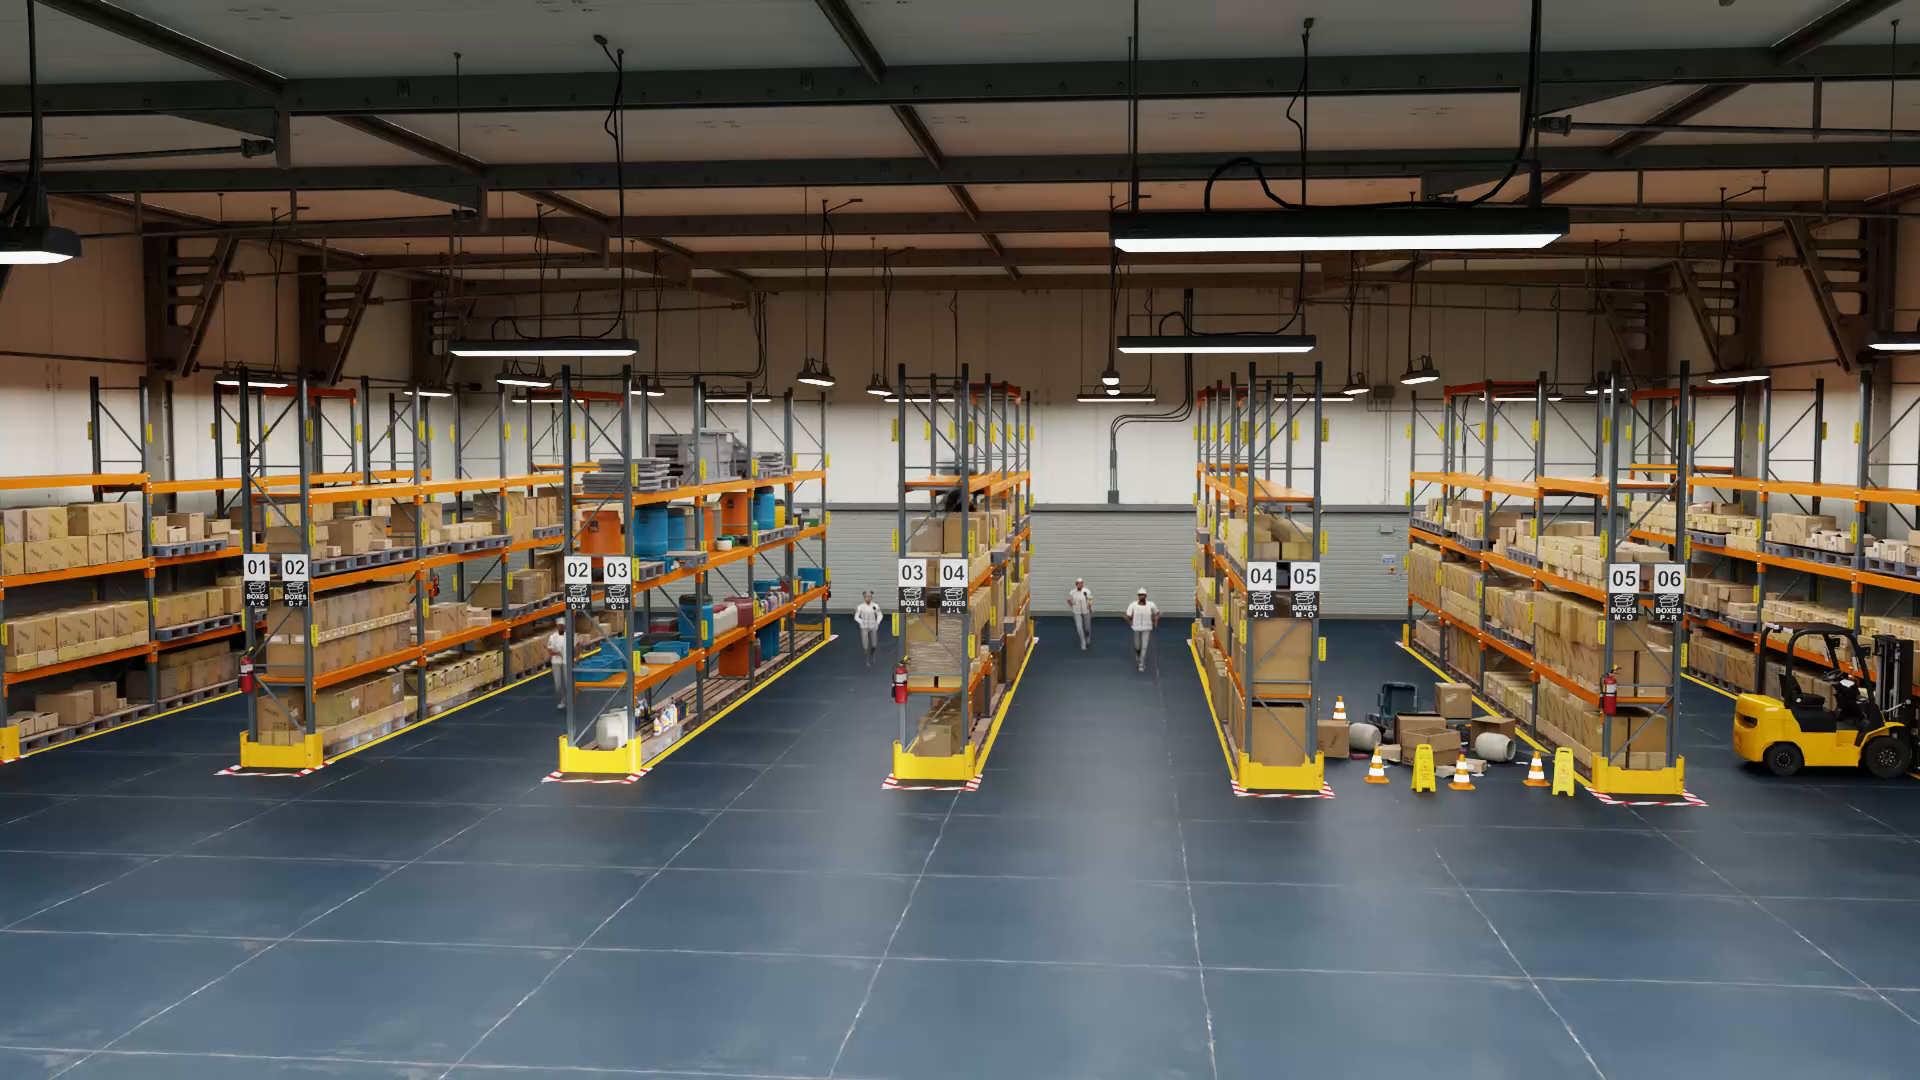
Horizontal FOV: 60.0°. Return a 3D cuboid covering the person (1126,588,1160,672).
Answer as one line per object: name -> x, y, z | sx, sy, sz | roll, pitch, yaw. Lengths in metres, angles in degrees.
person -> 3.854, 1.891, 35.086 | 0.713, 1.737, 0.919 | 1, 4, 9

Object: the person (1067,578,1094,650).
person -> 2.808, 1.714, 38.722 | 0.619, 1.656, 0.753 | 0, 4, 2

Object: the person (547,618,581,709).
person -> -7.148, 2.233, 29.991 | 0.569, 1.668, 0.655 | -1, 4, -9

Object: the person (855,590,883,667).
person -> -1.946, 1.893, 35.542 | 0.607, 1.651, 0.558 | 0, 4, -6
